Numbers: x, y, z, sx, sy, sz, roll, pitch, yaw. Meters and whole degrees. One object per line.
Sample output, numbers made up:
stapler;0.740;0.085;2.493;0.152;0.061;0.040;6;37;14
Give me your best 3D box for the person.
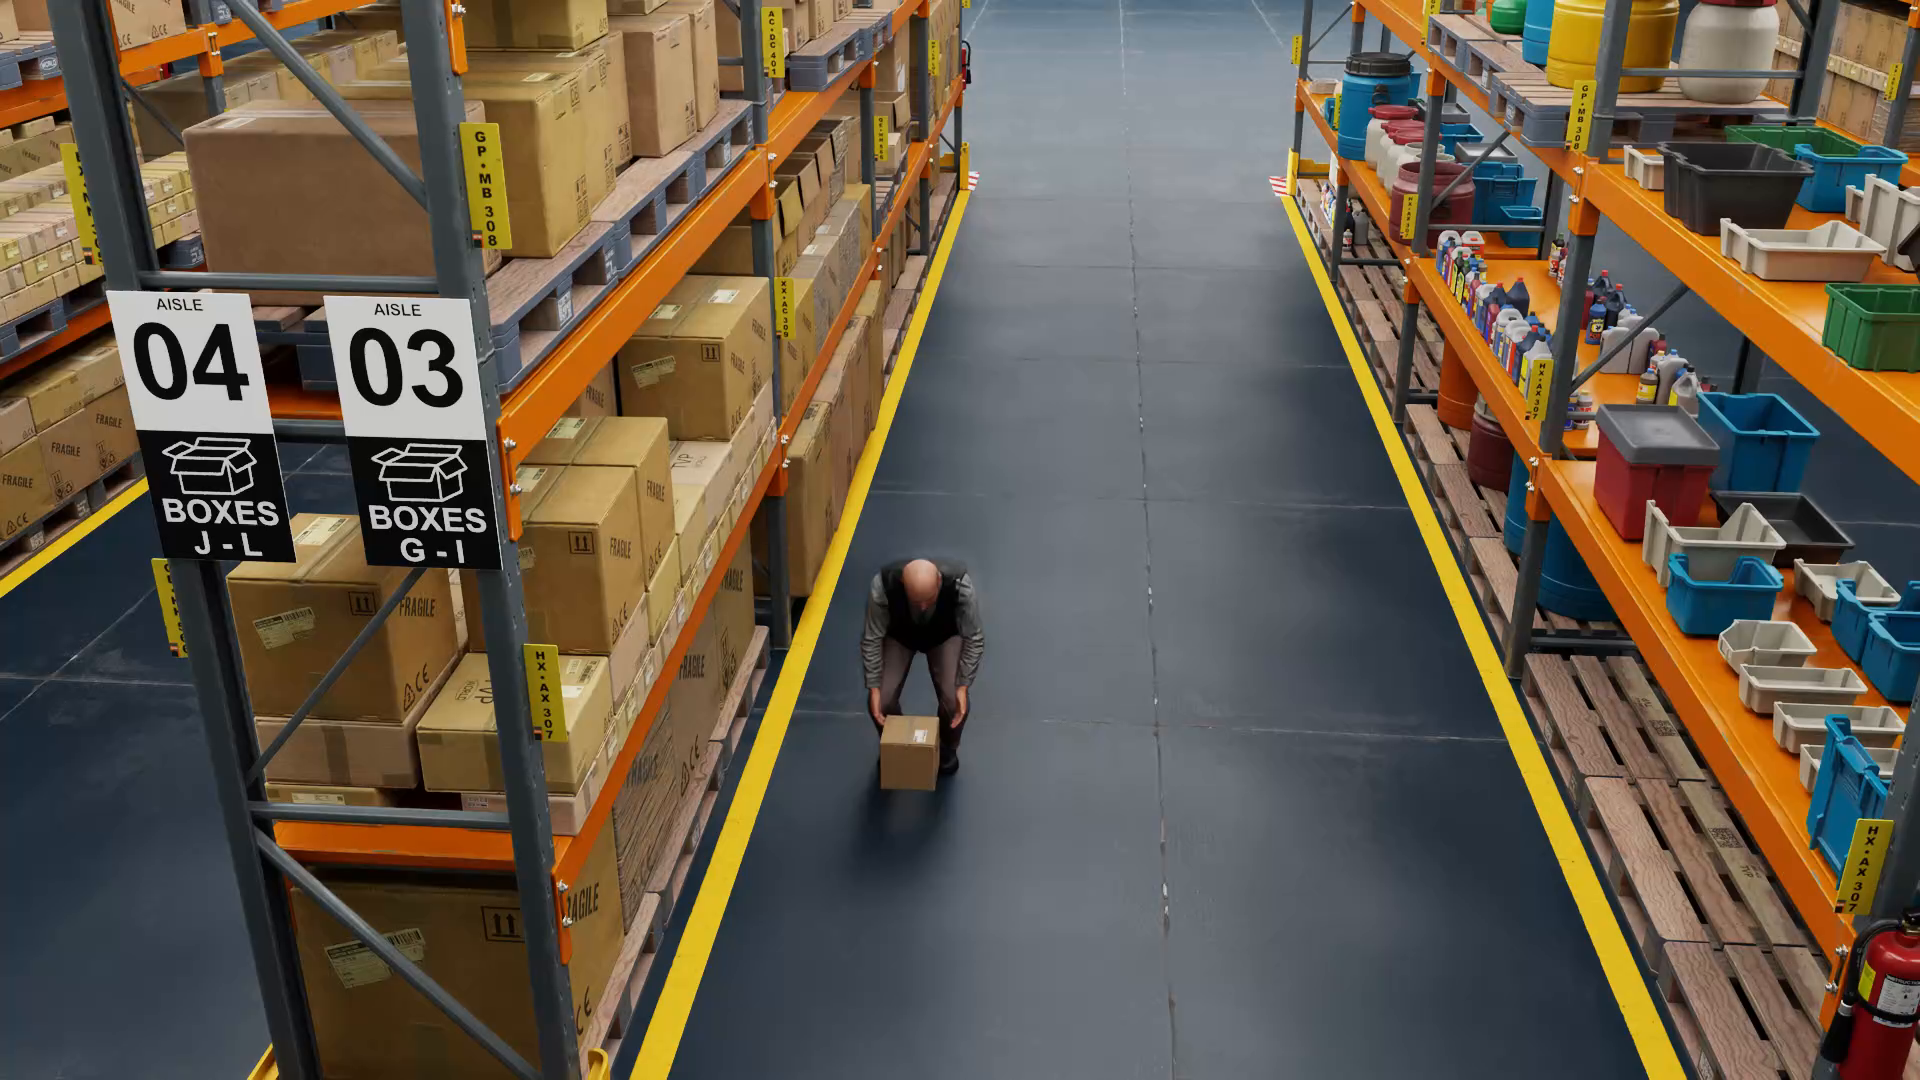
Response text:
person;-0.166;0.548;7.988;0.586;1.260;0.779;2;24;4
